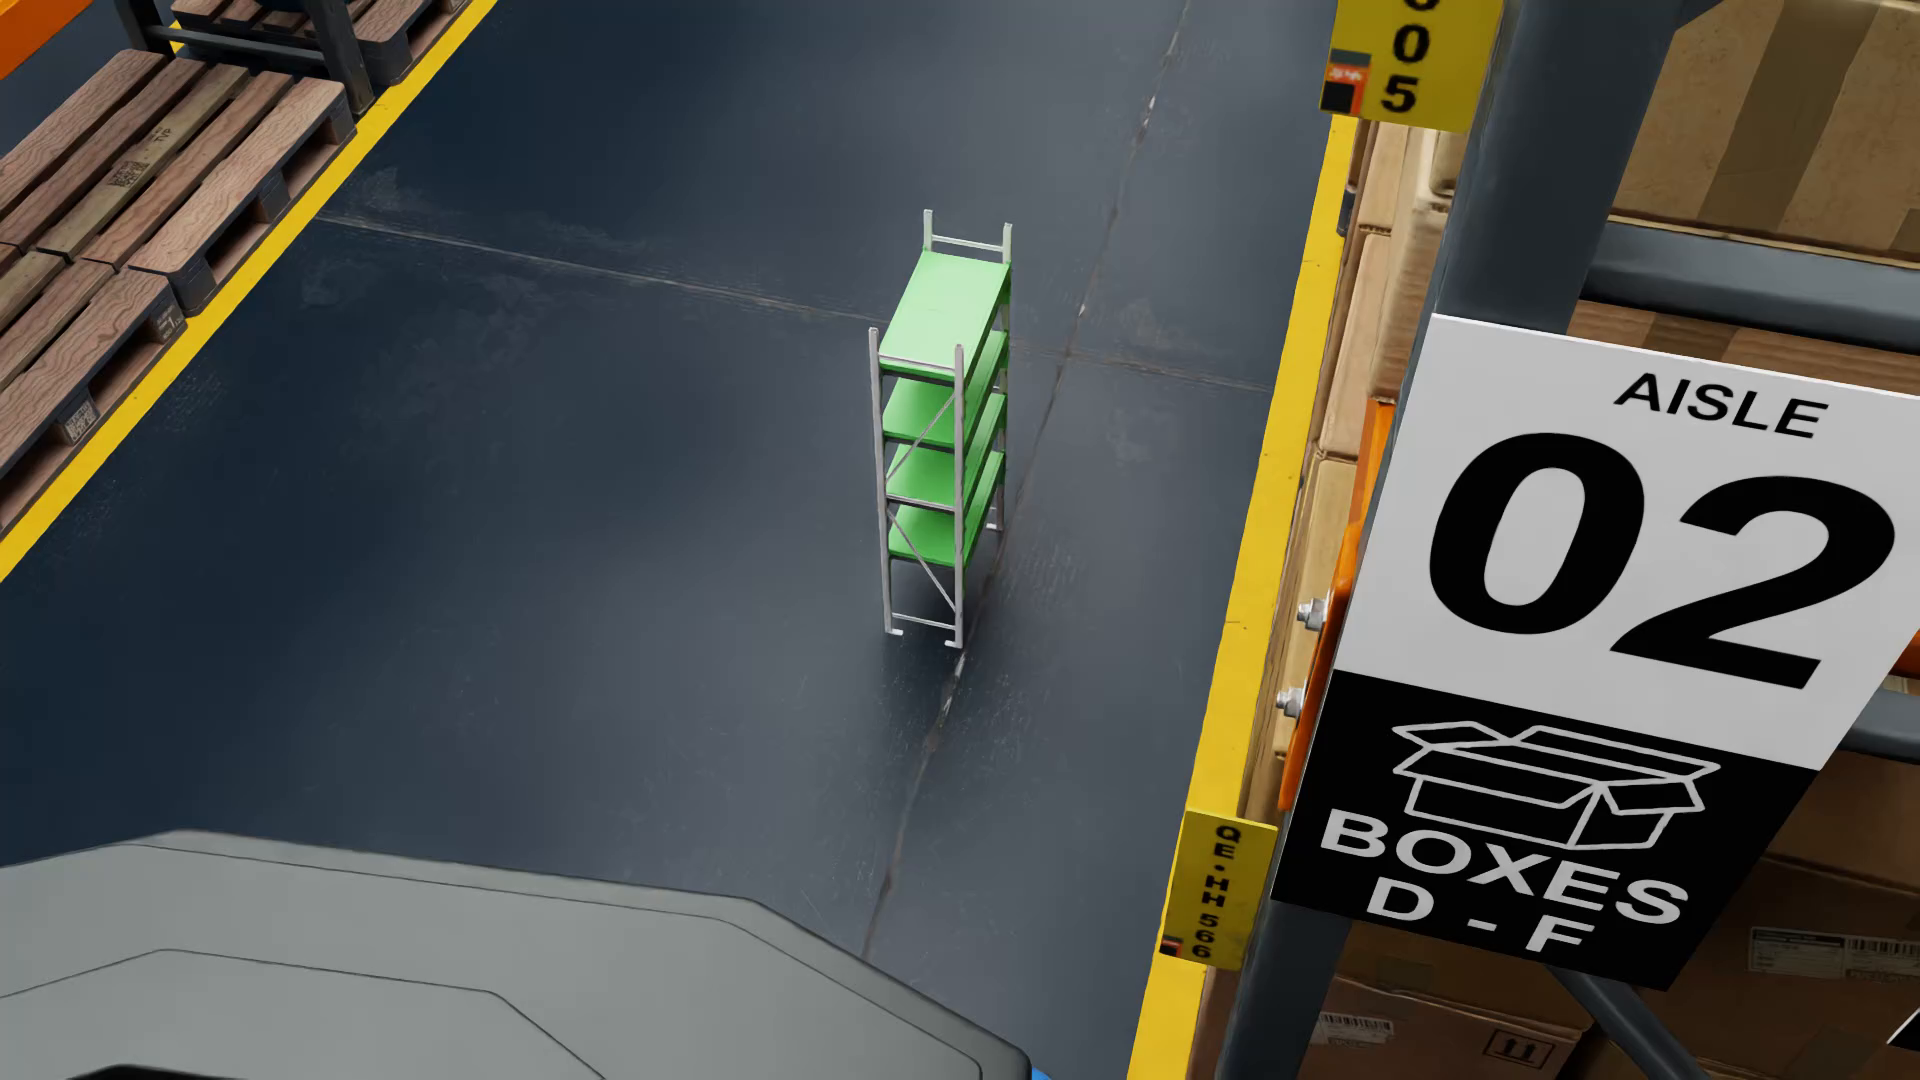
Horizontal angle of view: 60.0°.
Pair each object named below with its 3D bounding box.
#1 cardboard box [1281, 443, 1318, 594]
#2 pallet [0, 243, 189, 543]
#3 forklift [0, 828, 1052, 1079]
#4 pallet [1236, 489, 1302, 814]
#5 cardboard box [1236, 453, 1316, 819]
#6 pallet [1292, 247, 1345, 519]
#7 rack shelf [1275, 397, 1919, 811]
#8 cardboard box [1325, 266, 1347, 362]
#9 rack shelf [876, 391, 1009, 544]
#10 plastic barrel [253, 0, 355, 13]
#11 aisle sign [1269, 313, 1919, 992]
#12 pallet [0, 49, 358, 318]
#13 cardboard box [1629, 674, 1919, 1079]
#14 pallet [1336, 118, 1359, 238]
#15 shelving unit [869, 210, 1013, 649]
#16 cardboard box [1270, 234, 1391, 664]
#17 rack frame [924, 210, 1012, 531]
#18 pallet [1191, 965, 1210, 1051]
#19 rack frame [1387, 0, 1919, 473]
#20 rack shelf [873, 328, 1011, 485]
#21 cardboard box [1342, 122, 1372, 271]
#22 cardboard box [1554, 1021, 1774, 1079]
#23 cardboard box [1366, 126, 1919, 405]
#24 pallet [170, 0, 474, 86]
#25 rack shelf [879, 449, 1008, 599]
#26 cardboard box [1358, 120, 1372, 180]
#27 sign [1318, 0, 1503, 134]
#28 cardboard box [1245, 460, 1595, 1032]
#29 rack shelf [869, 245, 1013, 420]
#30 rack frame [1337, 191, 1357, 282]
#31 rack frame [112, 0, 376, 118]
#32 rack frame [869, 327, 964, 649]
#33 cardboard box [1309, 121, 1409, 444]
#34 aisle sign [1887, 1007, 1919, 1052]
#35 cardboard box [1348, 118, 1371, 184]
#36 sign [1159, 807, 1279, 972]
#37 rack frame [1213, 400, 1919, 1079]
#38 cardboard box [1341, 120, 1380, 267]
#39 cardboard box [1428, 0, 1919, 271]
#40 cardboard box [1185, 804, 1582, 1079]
[{"bbox_3d":[0.948,-0.128,3.296,0.500,0.500,0.500,12,50,10],"label":"cardboard box"},{"bbox_3d":[-3.378,-0.508,5.557,1.003,0.211,1.213,12,50,10],"label":"pallet"},{"bbox_3d":[-0.506,1.741,1.759,1.130,2.935,3.031,6,49,5],"label":"forklift"},{"bbox_3d":[1.375,0.430,4.730,1.003,0.211,1.213,12,50,10],"label":"pallet"},{"bbox_3d":[0.811,0.232,2.978,0.500,0.500,0.500,12,50,10],"label":"cardboard box"},{"bbox_3d":[1.694,-0.456,5.511,1.003,0.211,1.213,12,50,10],"label":"pallet"},{"bbox_3d":[1.349,-1.183,2.772,1.077,0.370,4.000,12,50,10],"label":"rack shelf"},{"bbox_3d":[1.080,-0.493,3.617,0.500,0.500,0.500,11,49,10],"label":"cardboard box"},{"bbox_3d":[-0.044,-0.235,4.742,0.258,0.148,0.480,12,50,10],"label":"rack shelf"},{"bbox_3d":[-2.743,-2.690,6.743,0.600,0.901,0.708,12,50,10],"label":"plastic barrel"},{"bbox_3d":[0.509,0.147,1.386,0.394,0.787,0.004,12,50,10],"label":"aisle sign"},{"bbox_3d":[-3.058,-1.393,6.338,1.003,0.211,1.213,12,50,10],"label":"pallet"},{"bbox_3d":[1.194,0.385,2.176,0.500,0.500,0.500,13,50,11],"label":"cardboard box"},{"bbox_3d":[2.053,-1.548,6.475,1.003,0.211,1.213,12,50,10],"label":"pallet"},{"bbox_3d":[-0.044,-0.277,4.694,0.258,1.200,0.503,12,50,10],"label":"shelving unit"},{"bbox_3d":[0.807,-0.087,2.593,0.500,0.500,0.500,13,50,11],"label":"cardboard box"},{"bbox_3d":[0.021,-0.454,4.850,0.240,1.200,0.015,12,50,10],"label":"rack frame"},{"bbox_3d":[1.052,1.309,3.954,1.003,0.211,1.213,12,50,10],"label":"pallet"},{"bbox_3d":[0.823,-0.967,0.101,1.000,3.000,0.127,12,50,10],"label":"rack frame"},{"bbox_3d":[-0.044,-0.394,4.562,0.258,0.148,0.480,12,50,10],"label":"rack shelf"},{"bbox_3d":[1.213,-0.861,3.942,0.500,0.500,0.500,11,50,10],"label":"cardboard box"},{"bbox_3d":[1.194,0.716,2.550,0.500,0.500,0.500,13,50,11],"label":"cardboard box"},{"bbox_3d":[0.703,-0.348,1.656,0.500,0.250,0.500,12,50,10],"label":"cardboard box"},{"bbox_3d":[-2.659,-2.482,7.300,1.003,0.211,1.213,12,50,10],"label":"pallet"},{"bbox_3d":[-0.044,-0.076,4.922,0.258,0.148,0.480,12,50,10],"label":"rack shelf"},{"bbox_3d":[1.347,-1.222,4.261,0.500,0.500,0.500,12,50,11],"label":"cardboard box"},{"bbox_3d":[0.292,-0.391,1.003,0.100,0.325,0.005,12,50,10],"label":"sign"},{"bbox_3d":[0.674,0.278,2.270,0.500,0.500,0.500,11,50,10],"label":"cardboard box"},{"bbox_3d":[-0.044,-0.553,4.383,0.258,0.148,0.480,12,50,10],"label":"rack shelf"},{"bbox_3d":[1.875,-1.875,4.904,1.000,3.000,0.127,12,50,10],"label":"rack frame"},{"bbox_3d":[-2.902,-2.855,5.769,1.000,3.000,0.127,12,50,10],"label":"rack frame"},{"bbox_3d":[-0.108,-0.101,4.539,0.240,1.200,0.015,12,50,10],"label":"rack frame"},{"bbox_3d":[0.939,-0.463,2.925,0.500,0.500,0.500,13,50,11],"label":"cardboard box"},{"bbox_3d":[1.088,0.265,1.281,0.394,0.787,0.004,12,50,10],"label":"aisle sign"},{"bbox_3d":[1.729,-1.607,6.041,0.500,0.500,0.500,11,50,10],"label":"cardboard box"},{"bbox_3d":[0.292,0.407,1.907,0.100,0.325,0.005,12,50,10],"label":"sign"},{"bbox_3d":[0.823,1.018,2.351,1.000,3.000,0.127,12,50,10],"label":"rack frame"},{"bbox_3d":[1.074,-0.835,3.253,0.500,0.500,0.500,13,50,11],"label":"cardboard box"},{"bbox_3d":[0.712,-0.512,1.467,0.500,0.250,0.500,12,50,10],"label":"cardboard box"},{"bbox_3d":[0.678,0.608,2.646,0.500,0.500,0.500,13,50,11],"label":"cardboard box"}]
